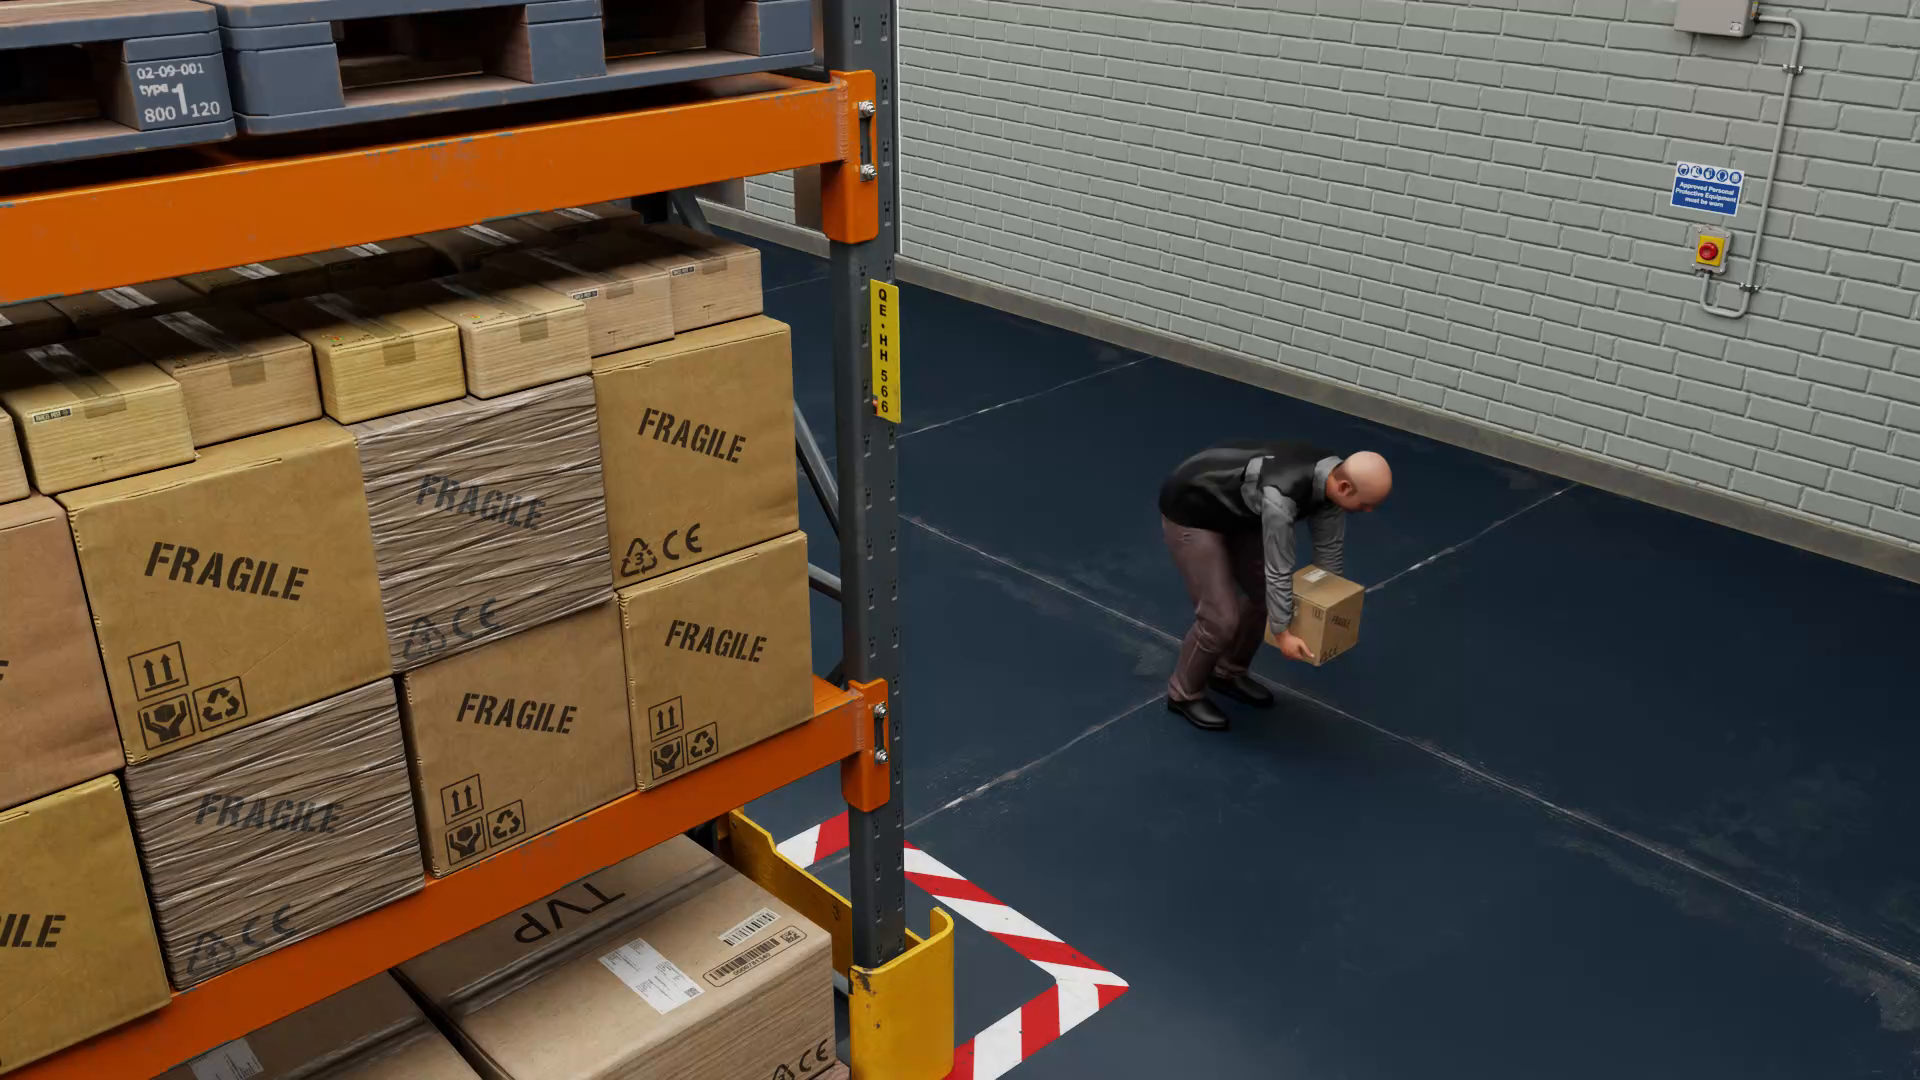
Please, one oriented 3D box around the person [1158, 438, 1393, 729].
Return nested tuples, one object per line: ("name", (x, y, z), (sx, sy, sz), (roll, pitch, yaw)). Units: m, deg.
("person", (1.183, 0.157, 6.370), (0.918, 1.244, 0.476), (22, 32, 40))
